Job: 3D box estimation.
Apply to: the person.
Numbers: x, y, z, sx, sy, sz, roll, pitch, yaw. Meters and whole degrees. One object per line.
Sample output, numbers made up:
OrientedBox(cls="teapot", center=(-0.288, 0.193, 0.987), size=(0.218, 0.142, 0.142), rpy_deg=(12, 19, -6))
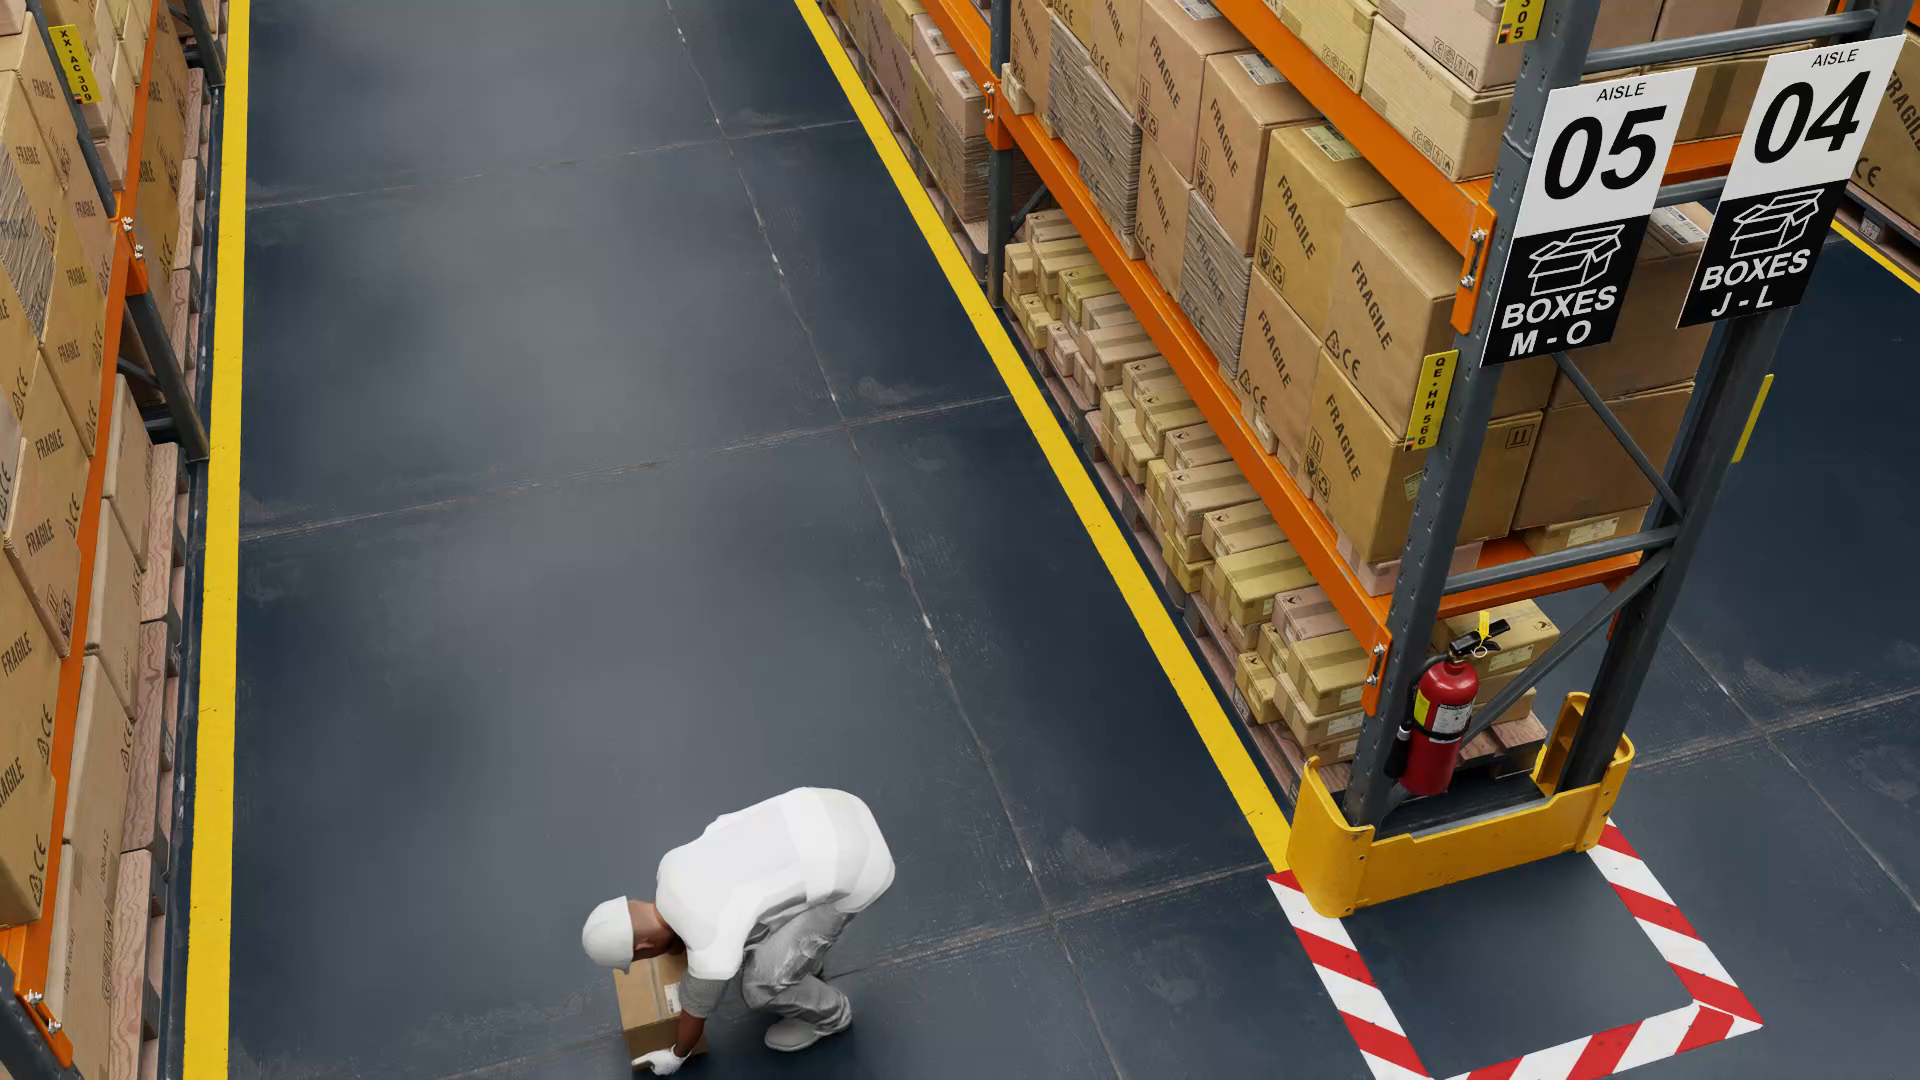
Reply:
OrientedBox(cls="person", center=(-0.698, 1.275, 5.374), size=(0.985, 0.925, 0.521), rpy_deg=(-14, 44, -15))
